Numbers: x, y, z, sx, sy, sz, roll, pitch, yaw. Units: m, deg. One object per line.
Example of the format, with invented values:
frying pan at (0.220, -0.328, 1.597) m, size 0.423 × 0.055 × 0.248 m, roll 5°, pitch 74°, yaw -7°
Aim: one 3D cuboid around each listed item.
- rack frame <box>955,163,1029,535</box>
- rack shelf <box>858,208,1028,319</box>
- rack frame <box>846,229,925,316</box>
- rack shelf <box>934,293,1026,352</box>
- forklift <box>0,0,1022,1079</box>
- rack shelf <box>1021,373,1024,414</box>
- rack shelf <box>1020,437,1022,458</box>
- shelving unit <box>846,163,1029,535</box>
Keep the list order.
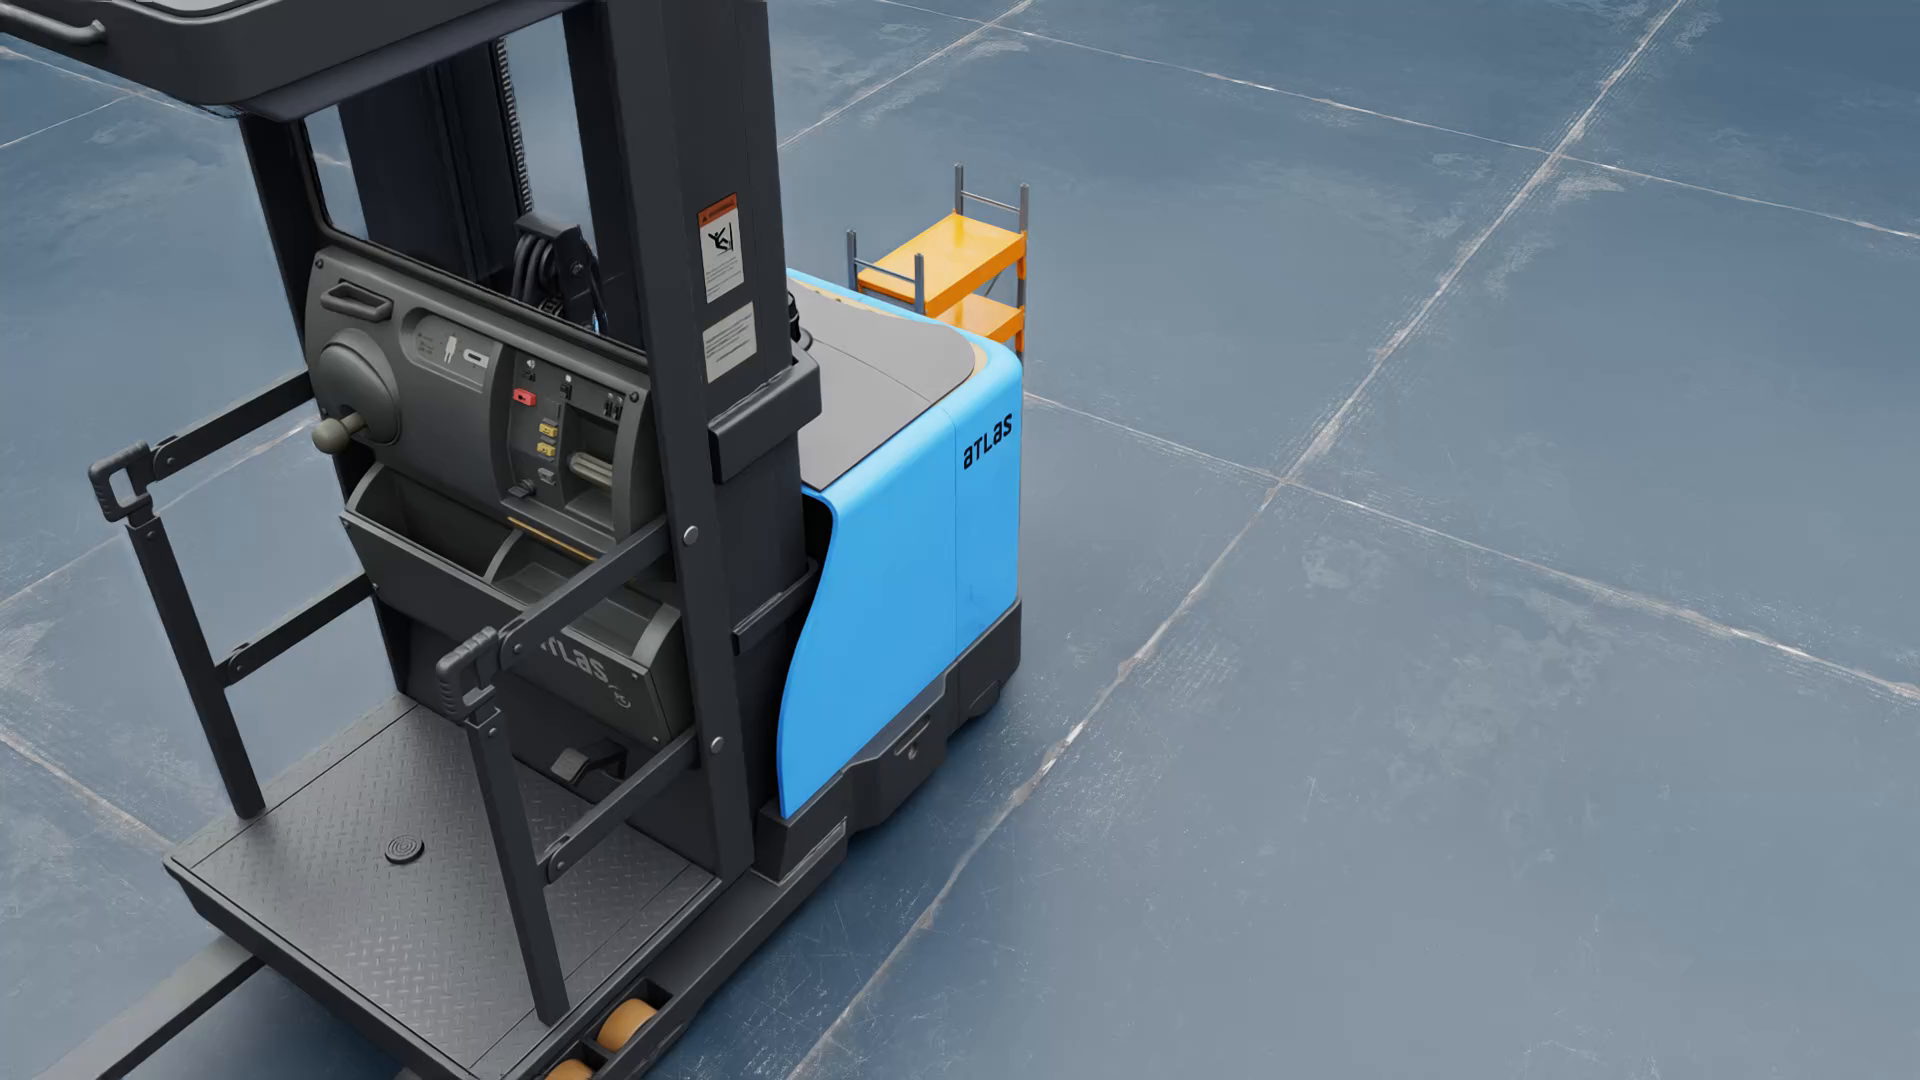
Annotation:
rack frame at (0.087, -0.533, 4.959) m, size 0.240 × 1.200 × 0.015 m, roll 23°, pitch 43°, yaw 27°
rack shelf at (-0.053, -0.722, 4.561) m, size 0.258 × 0.148 × 0.480 m, roll 23°, pitch 43°, yaw 27°
rack frame at (-0.194, -0.289, 4.643) m, size 0.240 × 1.200 × 0.015 m, roll 23°, pitch 43°, yaw 27°
rack shelf at (-0.054, -0.535, 4.705) m, size 0.258 × 0.148 × 0.480 m, roll 23°, pitch 43°, yaw 27°
forklift at (-1.084, -0.210, 3.122) m, size 1.130 × 2.935 × 3.031 m, roll 23°, pitch 43°, yaw 27°
rack shelf at (-0.054, -0.358, 4.842) m, size 0.258 × 0.148 × 0.480 m, roll 23°, pitch 43°, yaw 27°
rack shelf at (-0.054, -0.201, 4.963) m, size 0.258 × 0.148 × 0.480 m, roll 23°, pitch 43°, yaw 27°
shelving unit at (-0.054, -0.411, 4.801) m, size 0.258 × 1.200 × 0.503 m, roll 23°, pitch 43°, yaw 27°
